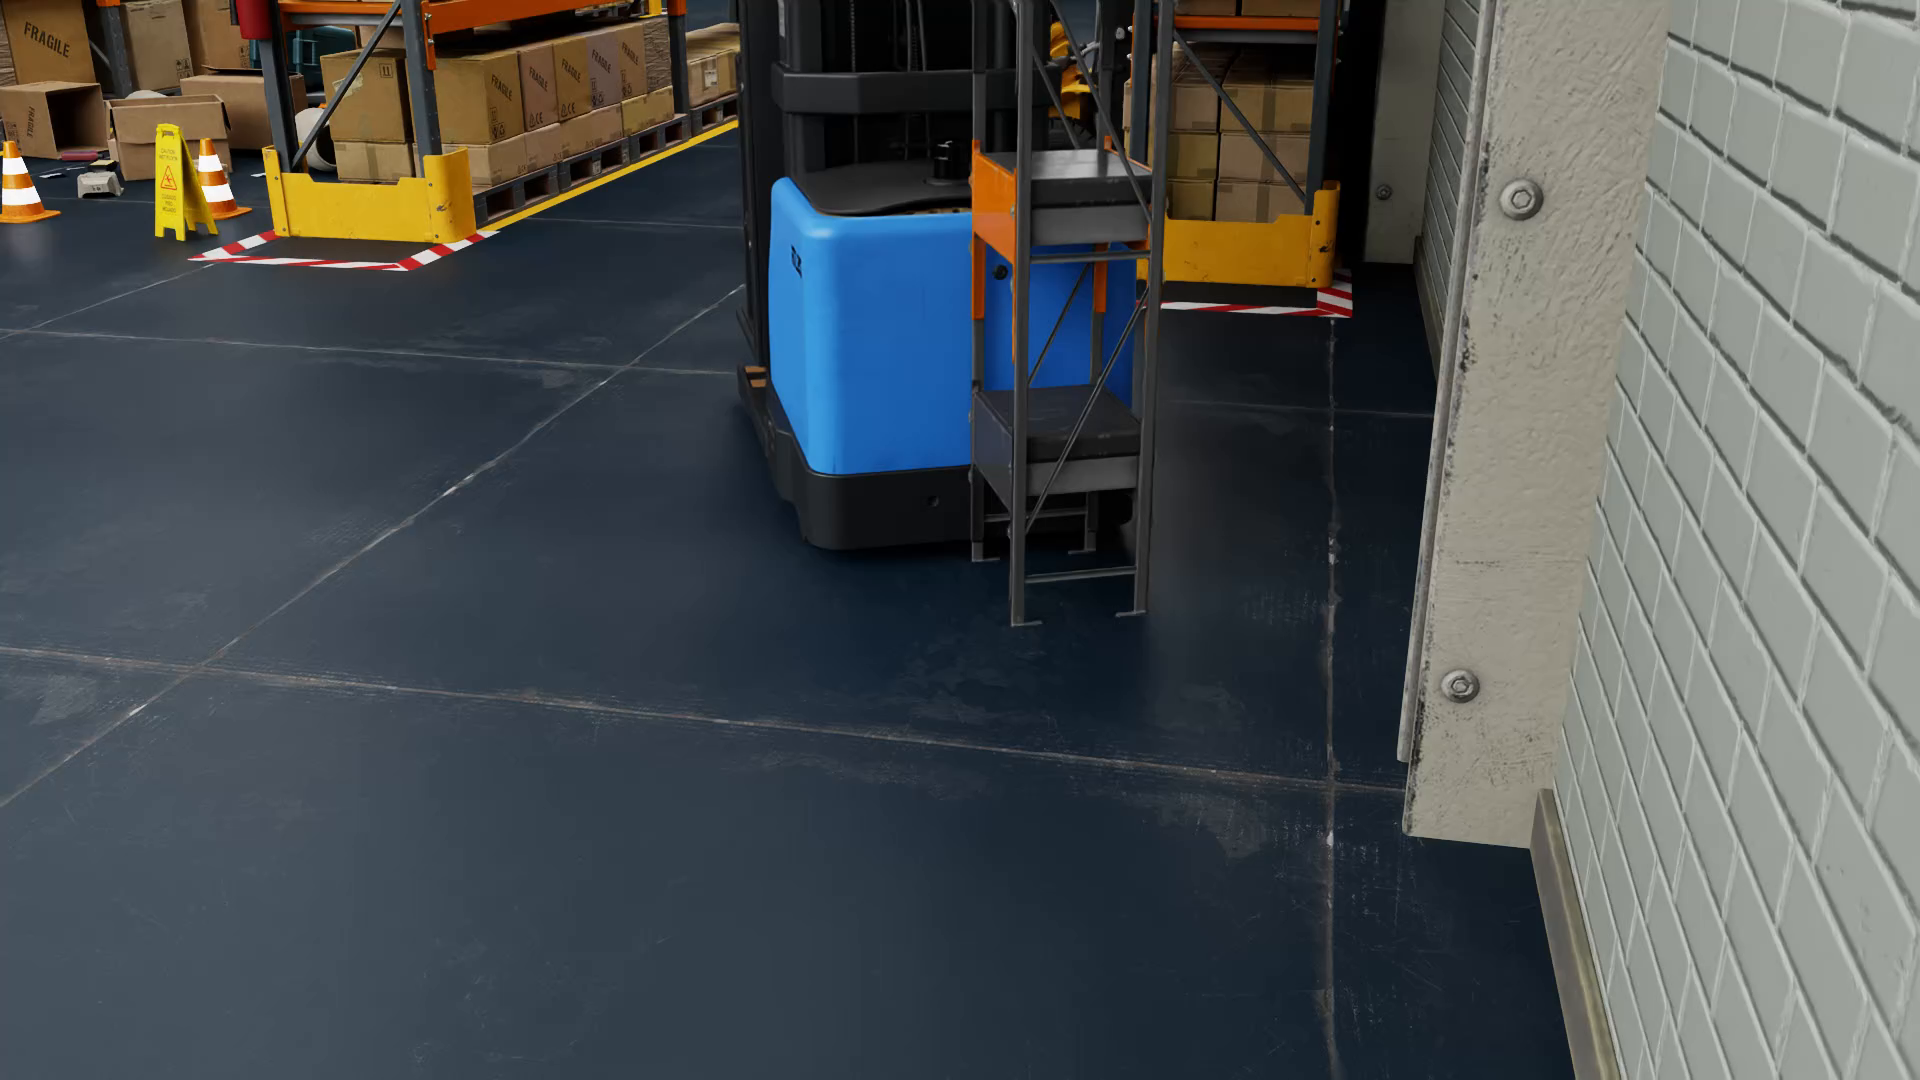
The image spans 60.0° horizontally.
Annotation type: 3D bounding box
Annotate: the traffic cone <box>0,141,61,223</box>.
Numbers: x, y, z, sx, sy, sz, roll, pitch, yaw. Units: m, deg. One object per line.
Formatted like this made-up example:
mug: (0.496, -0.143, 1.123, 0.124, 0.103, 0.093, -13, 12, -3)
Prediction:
traffic cone: (-5.809, -2.218, 10.241, 0.336, 0.463, 0.334, 4, 22, 11)

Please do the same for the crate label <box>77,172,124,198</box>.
crate label: (-5.709, -2.359, 11.028, 0.250, 0.136, 0.298, -7, 23, -17)

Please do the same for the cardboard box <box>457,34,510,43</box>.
cardboard box: (-3.356, -3.134, 11.235, 0.500, 0.500, 0.500, 4, 22, 10)

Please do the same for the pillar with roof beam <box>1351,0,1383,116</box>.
pillar with roof beam: (-0.583, -8.293, 13.899, 9.100, 9.000, 0.400, 4, 22, 11)

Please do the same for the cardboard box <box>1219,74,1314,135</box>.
cardboard box: (1.666, -2.346, 8.944, 0.500, 0.250, 0.500, 4, 22, 10)

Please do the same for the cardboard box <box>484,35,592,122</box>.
cardboard box: (-2.825, -3.103, 11.158, 0.500, 0.500, 0.500, 5, 22, 12)

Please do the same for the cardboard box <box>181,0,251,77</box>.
cardboard box: (-7.289, -4.720, 15.506, 1.050, 0.750, 0.750, 4, 22, 11)

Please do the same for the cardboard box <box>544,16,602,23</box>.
cardboard box: (-3.046, -3.714, 12.674, 0.500, 0.500, 0.500, 6, 23, 13)

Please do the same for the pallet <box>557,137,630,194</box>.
pallet: (-3.011, -2.652, 11.657, 1.003, 0.211, 1.213, 4, 22, 11)

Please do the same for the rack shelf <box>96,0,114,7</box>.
rack shelf: (-7.936, -3.917, 12.027, 1.077, 0.370, 4.000, 4, 22, 11)

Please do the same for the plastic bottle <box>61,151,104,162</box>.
plastic bottle: (-6.502, -2.852, 12.353, 0.283, 0.061, 0.133, -3, 22, -8)

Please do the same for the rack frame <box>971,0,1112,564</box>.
rack frame: (0.232, -0.918, 4.822, 0.400, 2.100, 0.015, -5, 22, -12)

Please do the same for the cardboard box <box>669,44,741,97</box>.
cardboard box: (-2.414, -4.073, 14.406, 0.950, 0.372, 0.625, 6, 23, 14)

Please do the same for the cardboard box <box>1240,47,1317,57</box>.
cardboard box: (1.988, -2.898, 10.315, 0.500, 0.250, 0.500, 4, 22, 10)

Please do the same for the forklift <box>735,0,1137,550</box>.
forklift: (-0.277, -1.849, 6.020, 1.130, 2.935, 3.031, -5, 22, -12)

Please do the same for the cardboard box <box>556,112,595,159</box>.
cardboard box: (-2.832, -2.759, 11.307, 0.500, 0.250, 0.500, 6, 23, 15)

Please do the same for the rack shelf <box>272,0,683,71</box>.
rack shelf: (-3.070, -3.576, 11.182, 1.077, 0.370, 4.000, 4, 22, 11)

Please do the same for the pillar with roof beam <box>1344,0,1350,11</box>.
pillar with roof beam: (1.865, -12.682, 24.796, 9.100, 9.000, 0.400, 4, 22, 11)

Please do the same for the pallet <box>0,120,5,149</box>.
pallet: (-8.006, -2.969, 12.443, 1.003, 0.211, 1.213, 4, 22, 11)

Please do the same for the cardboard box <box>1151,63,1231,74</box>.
cardboard box: (1.269, -2.564, 9.485, 0.500, 0.250, 0.500, 5, 22, 12)

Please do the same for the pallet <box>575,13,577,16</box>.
pallet: (-5.793, -6.863, 22.111, 1.003, 0.211, 1.213, 4, 22, 11)

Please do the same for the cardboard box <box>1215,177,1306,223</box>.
cardboard box: (1.674, -1.886, 9.139, 0.500, 0.250, 0.500, 5, 22, 11)

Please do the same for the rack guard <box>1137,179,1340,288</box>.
rack guard: (1.377, -1.633, 8.740, 1.175, 0.500, 0.348, 4, 22, 11)

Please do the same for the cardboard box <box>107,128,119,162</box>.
cardboard box: (-6.076, -2.945, 12.310, 0.396, 0.266, 0.258, 8, 23, 20)

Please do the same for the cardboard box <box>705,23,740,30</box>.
cardboard box: (-1.970, -4.875, 16.397, 0.950, 0.372, 0.625, 3, 22, 7)

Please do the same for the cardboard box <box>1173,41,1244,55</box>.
cardboard box: (1.588, -3.126, 10.879, 0.500, 0.250, 0.500, 5, 23, 13)

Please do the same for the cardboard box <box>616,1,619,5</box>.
cardboard box: (-5.112, -7.752, 23.839, 0.380, 0.149, 0.250, 5, 22, 11)

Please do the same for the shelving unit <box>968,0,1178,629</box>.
shelving unit: (0.287, -0.829, 4.602, 0.431, 2.100, 0.503, -5, 22, -12)

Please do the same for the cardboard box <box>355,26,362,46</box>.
cardboard box: (-6.318, -5.719, 18.324, 0.500, 0.500, 0.500, 4, 22, 9)

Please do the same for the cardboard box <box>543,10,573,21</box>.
cardboard box: (-3.130, -3.973, 12.451, 0.380, 0.149, 0.250, 5, 22, 12)

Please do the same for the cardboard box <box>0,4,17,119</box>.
cardboard box: (-7.905, -3.637, 12.650, 0.875, 0.875, 0.875, 5, 22, 11)

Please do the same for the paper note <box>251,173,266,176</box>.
paper note: (-4.913, -2.593, 11.766, 0.148, 0.019, 0.142, 13, 25, 29)

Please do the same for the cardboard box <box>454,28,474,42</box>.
cardboard box: (-3.450, -3.387, 10.995, 0.380, 0.149, 0.250, 5, 23, 13)

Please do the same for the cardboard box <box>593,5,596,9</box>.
cardboard box: (-5.303, -7.468, 23.136, 0.380, 0.149, 0.250, 5, 22, 12)

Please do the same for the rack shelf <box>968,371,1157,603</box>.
rack shelf: (0.287, -0.167, 4.868, 0.431, 0.518, 0.480, -5, 22, -12)

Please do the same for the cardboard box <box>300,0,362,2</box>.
cardboard box: (-3.611, -3.215, 9.658, 0.380, 0.149, 0.250, 5, 23, 13)

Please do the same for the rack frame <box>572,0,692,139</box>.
rack frame: (-2.661, -4.642, 12.863, 1.000, 3.000, 0.127, 4, 22, 11)

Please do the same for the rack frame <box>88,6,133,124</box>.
rack frame: (-7.528, -4.982, 13.709, 1.000, 3.000, 0.127, 4, 22, 11)

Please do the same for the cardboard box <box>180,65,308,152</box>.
cardboard box: (-5.415, -3.262, 12.597, 0.797, 0.637, 0.503, 4, 22, 11)

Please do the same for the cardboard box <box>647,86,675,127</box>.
cardboard box: (-2.519, -3.324, 12.711, 0.500, 0.250, 0.500, 5, 23, 13)

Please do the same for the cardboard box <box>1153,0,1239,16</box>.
cardboard box: (1.226, -3.048, 8.773, 0.500, 0.500, 0.500, 4, 22, 10)

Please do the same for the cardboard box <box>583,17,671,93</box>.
cardboard box: (-2.519, -3.672, 12.571, 0.500, 0.500, 0.500, 4, 22, 10)
